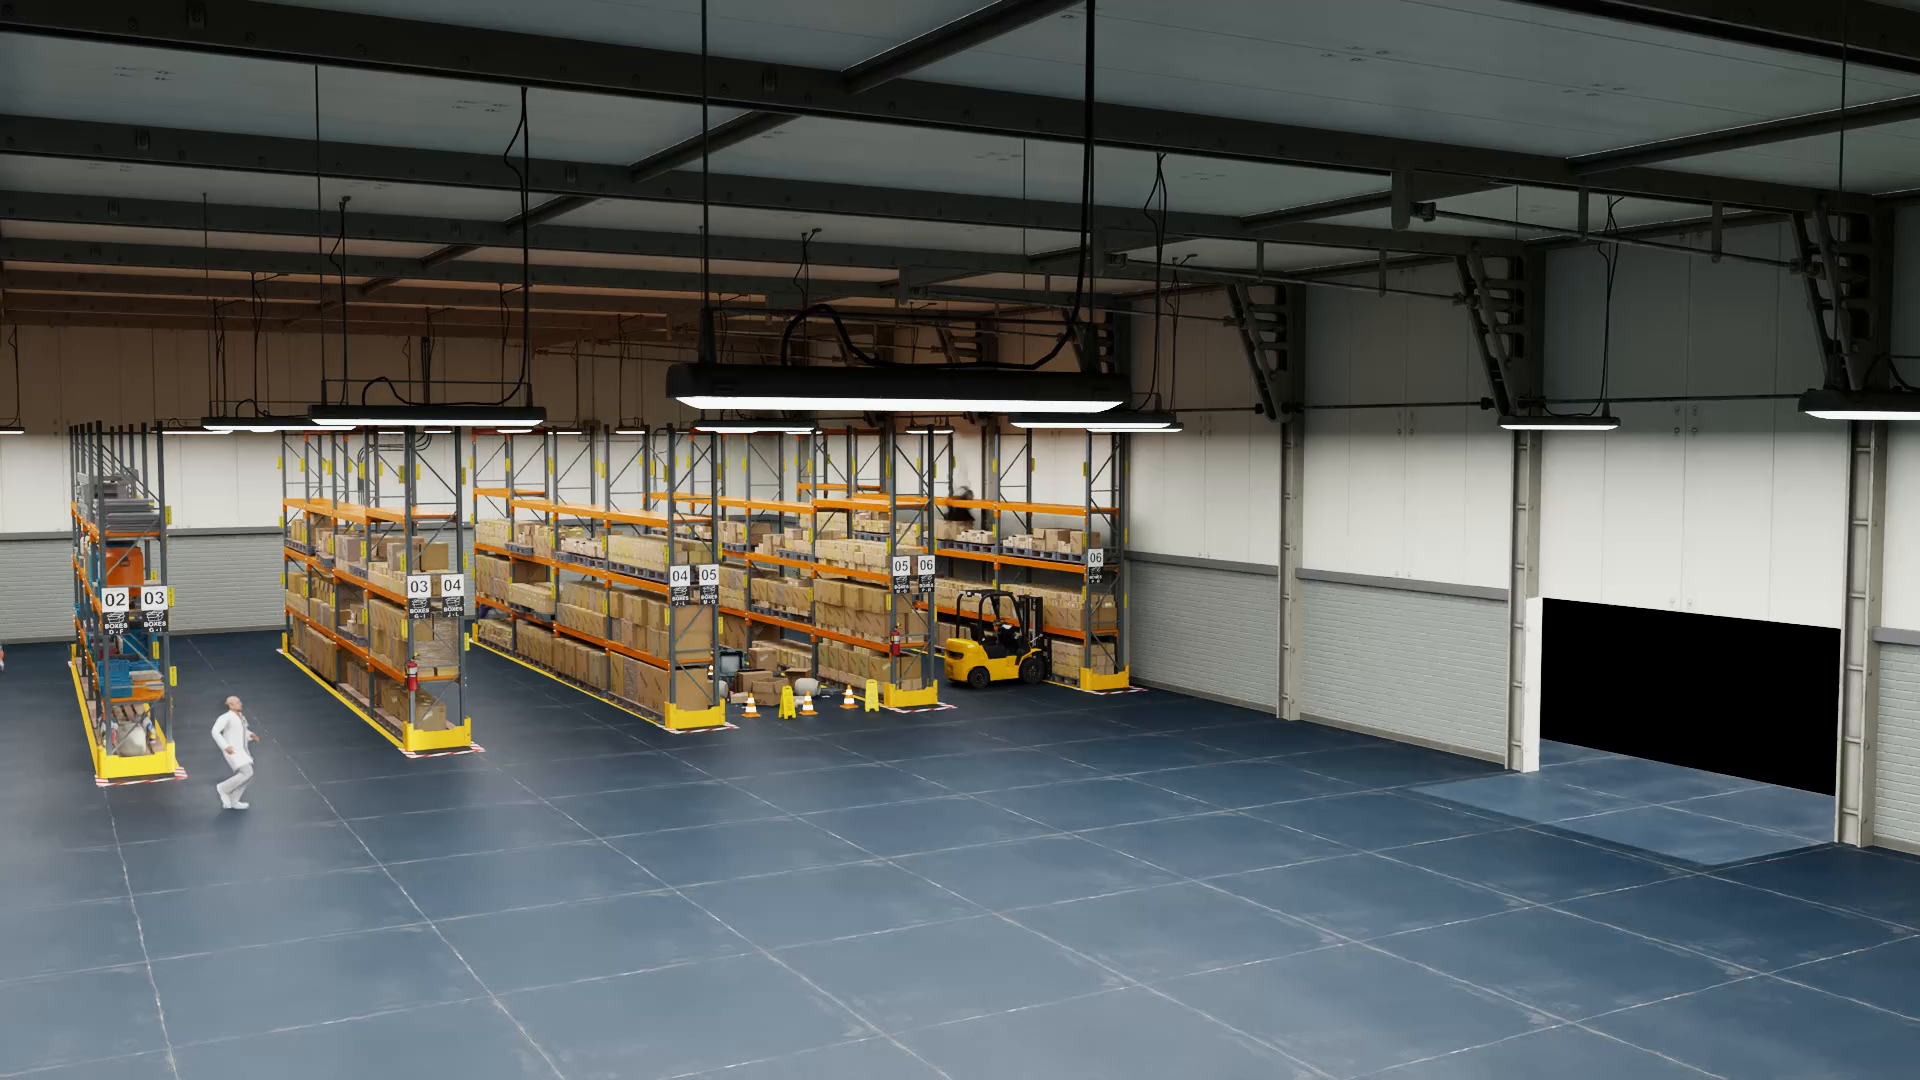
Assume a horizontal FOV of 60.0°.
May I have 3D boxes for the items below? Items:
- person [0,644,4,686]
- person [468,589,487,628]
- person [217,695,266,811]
[{"bbox_3d":[-19.844,2.720,33.919,0.662,1.844,0.810,-3,4,-38],"label":"person"},{"bbox_3d":[-13.822,1.965,47.787,0.584,1.669,0.629,2,4,32],"label":"person"},{"bbox_3d":[-11.028,3.258,25.579,0.649,1.775,0.770,0,4,1],"label":"person"}]
